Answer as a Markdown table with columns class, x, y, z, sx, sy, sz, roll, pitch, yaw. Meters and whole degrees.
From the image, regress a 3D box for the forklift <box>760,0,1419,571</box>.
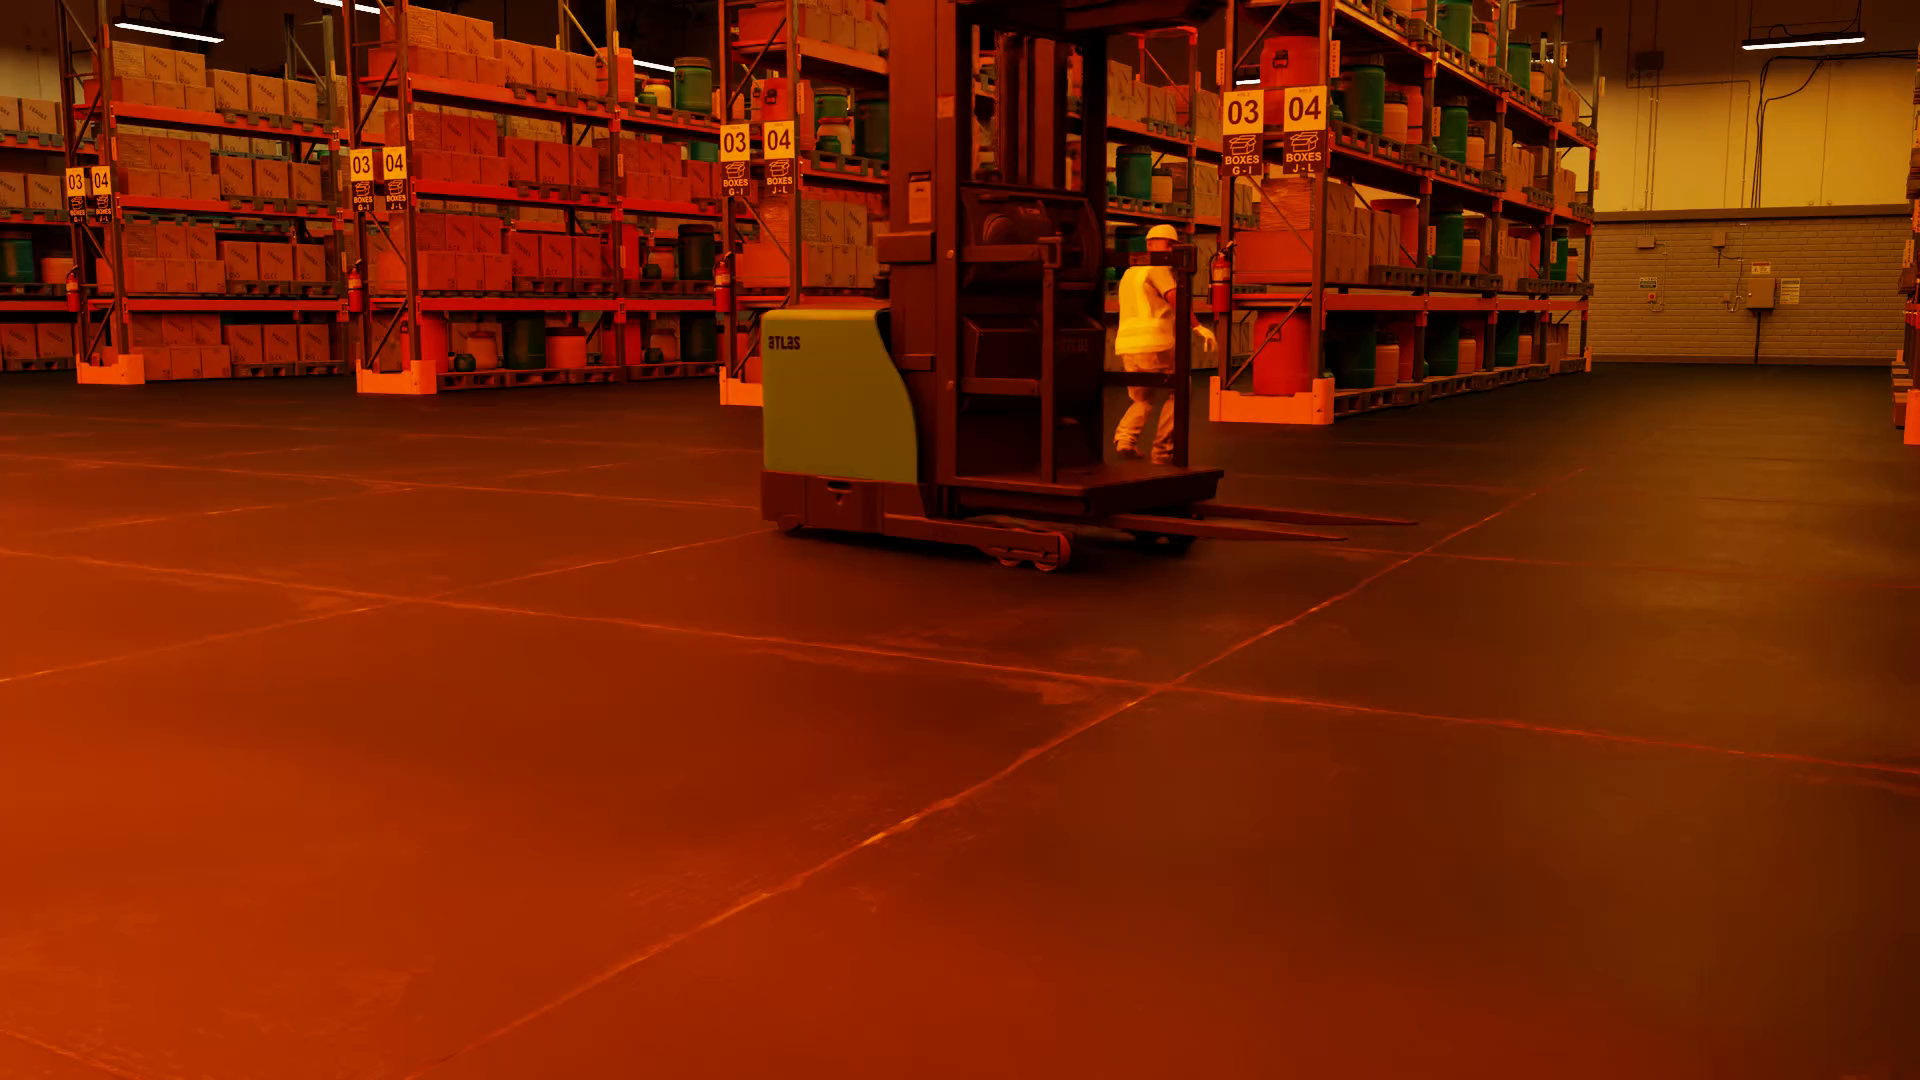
| class | x | y | z | sx | sy | sz | roll | pitch | yaw |
| --- | --- | --- | --- | --- | --- | --- | --- | --- | --- |
| forklift | 0.486 | -1.403 | 7.261 | 3.031 | 2.935 | 1.130 | 7 | 10 | 40 |

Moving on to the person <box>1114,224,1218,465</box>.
| class | x | y | z | sx | sy | sz | roll | pitch | yaw |
| --- | --- | --- | --- | --- | --- | --- | --- | --- | --- |
| person | 1.427 | -1.301 | 11.226 | 0.851 | 1.643 | 0.913 | -6 | 10 | -37 |
